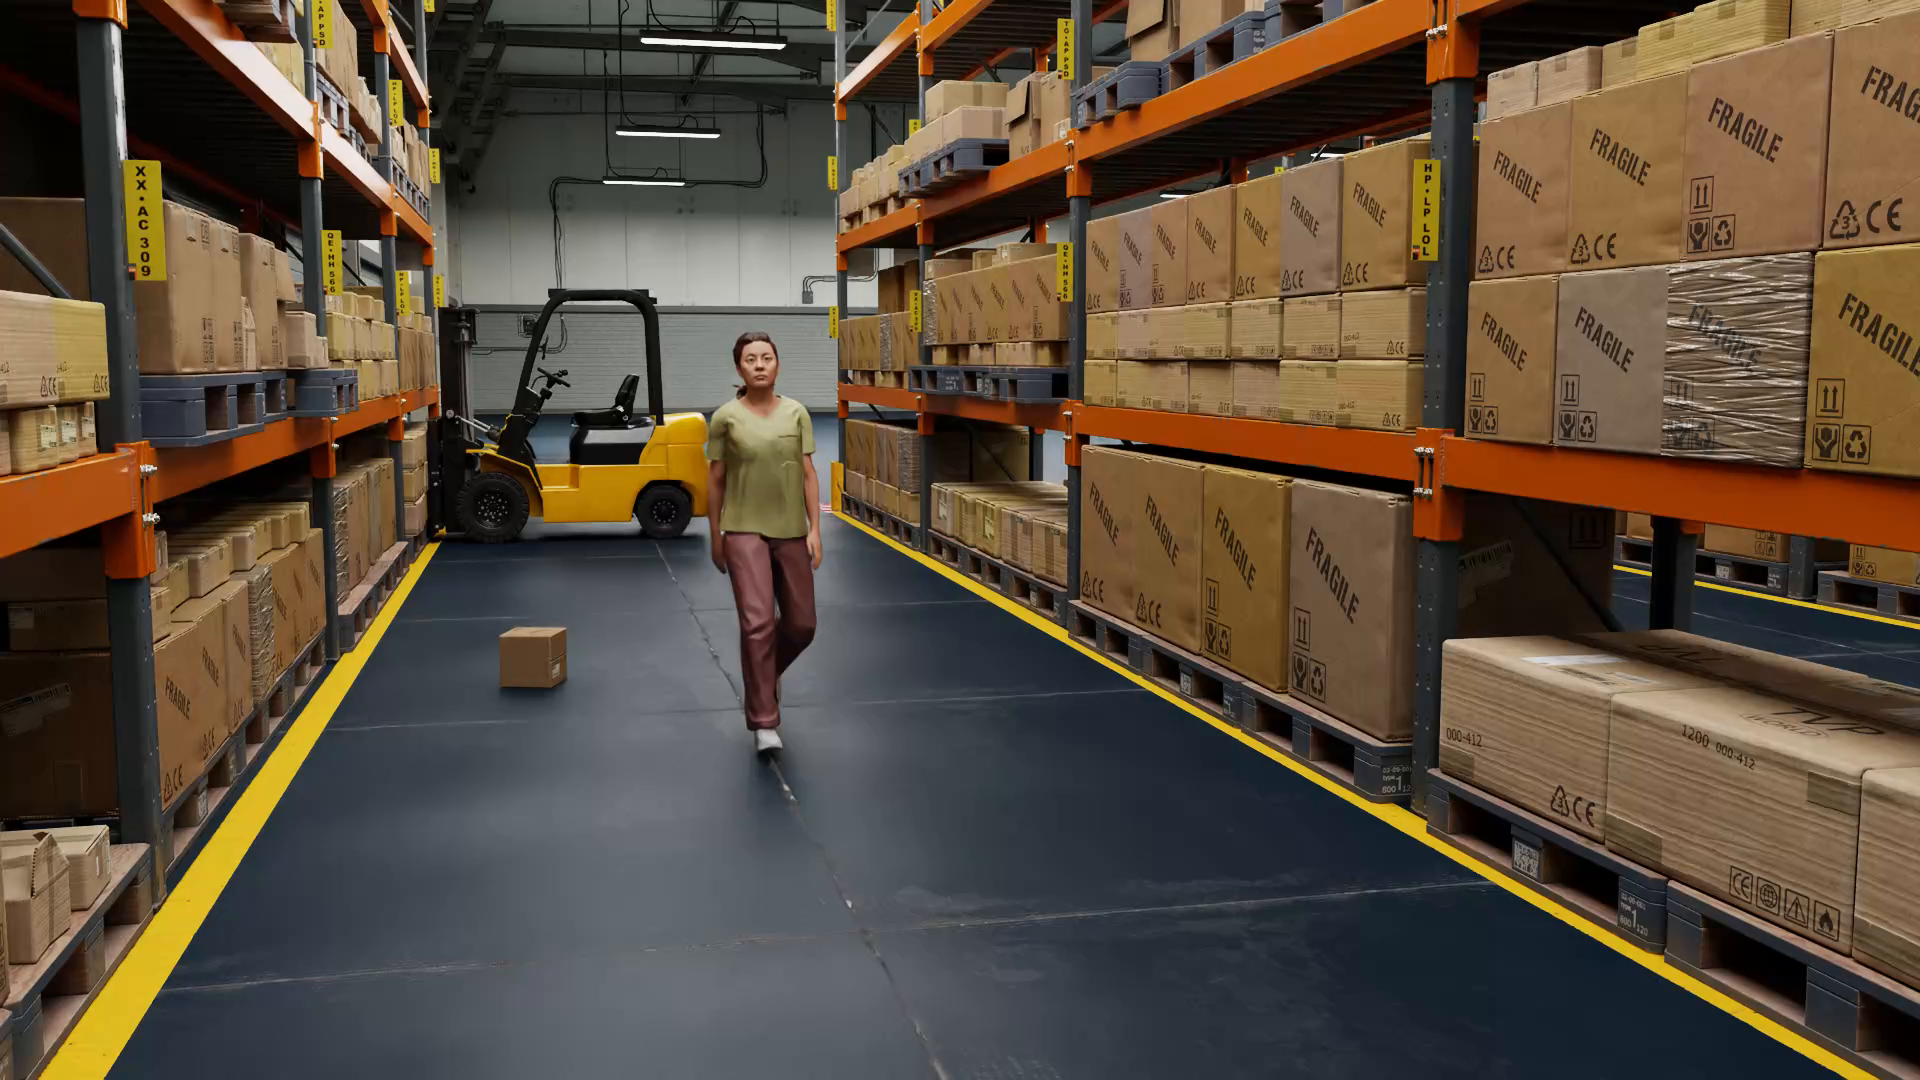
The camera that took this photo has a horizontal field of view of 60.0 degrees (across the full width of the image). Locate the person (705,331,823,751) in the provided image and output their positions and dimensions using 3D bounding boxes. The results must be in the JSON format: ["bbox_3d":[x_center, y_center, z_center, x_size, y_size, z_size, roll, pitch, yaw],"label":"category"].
[{"bbox_3d":[-0.798,0.107,6.739,0.442,1.389,0.803,-2,7,-21],"label":"person"}]
